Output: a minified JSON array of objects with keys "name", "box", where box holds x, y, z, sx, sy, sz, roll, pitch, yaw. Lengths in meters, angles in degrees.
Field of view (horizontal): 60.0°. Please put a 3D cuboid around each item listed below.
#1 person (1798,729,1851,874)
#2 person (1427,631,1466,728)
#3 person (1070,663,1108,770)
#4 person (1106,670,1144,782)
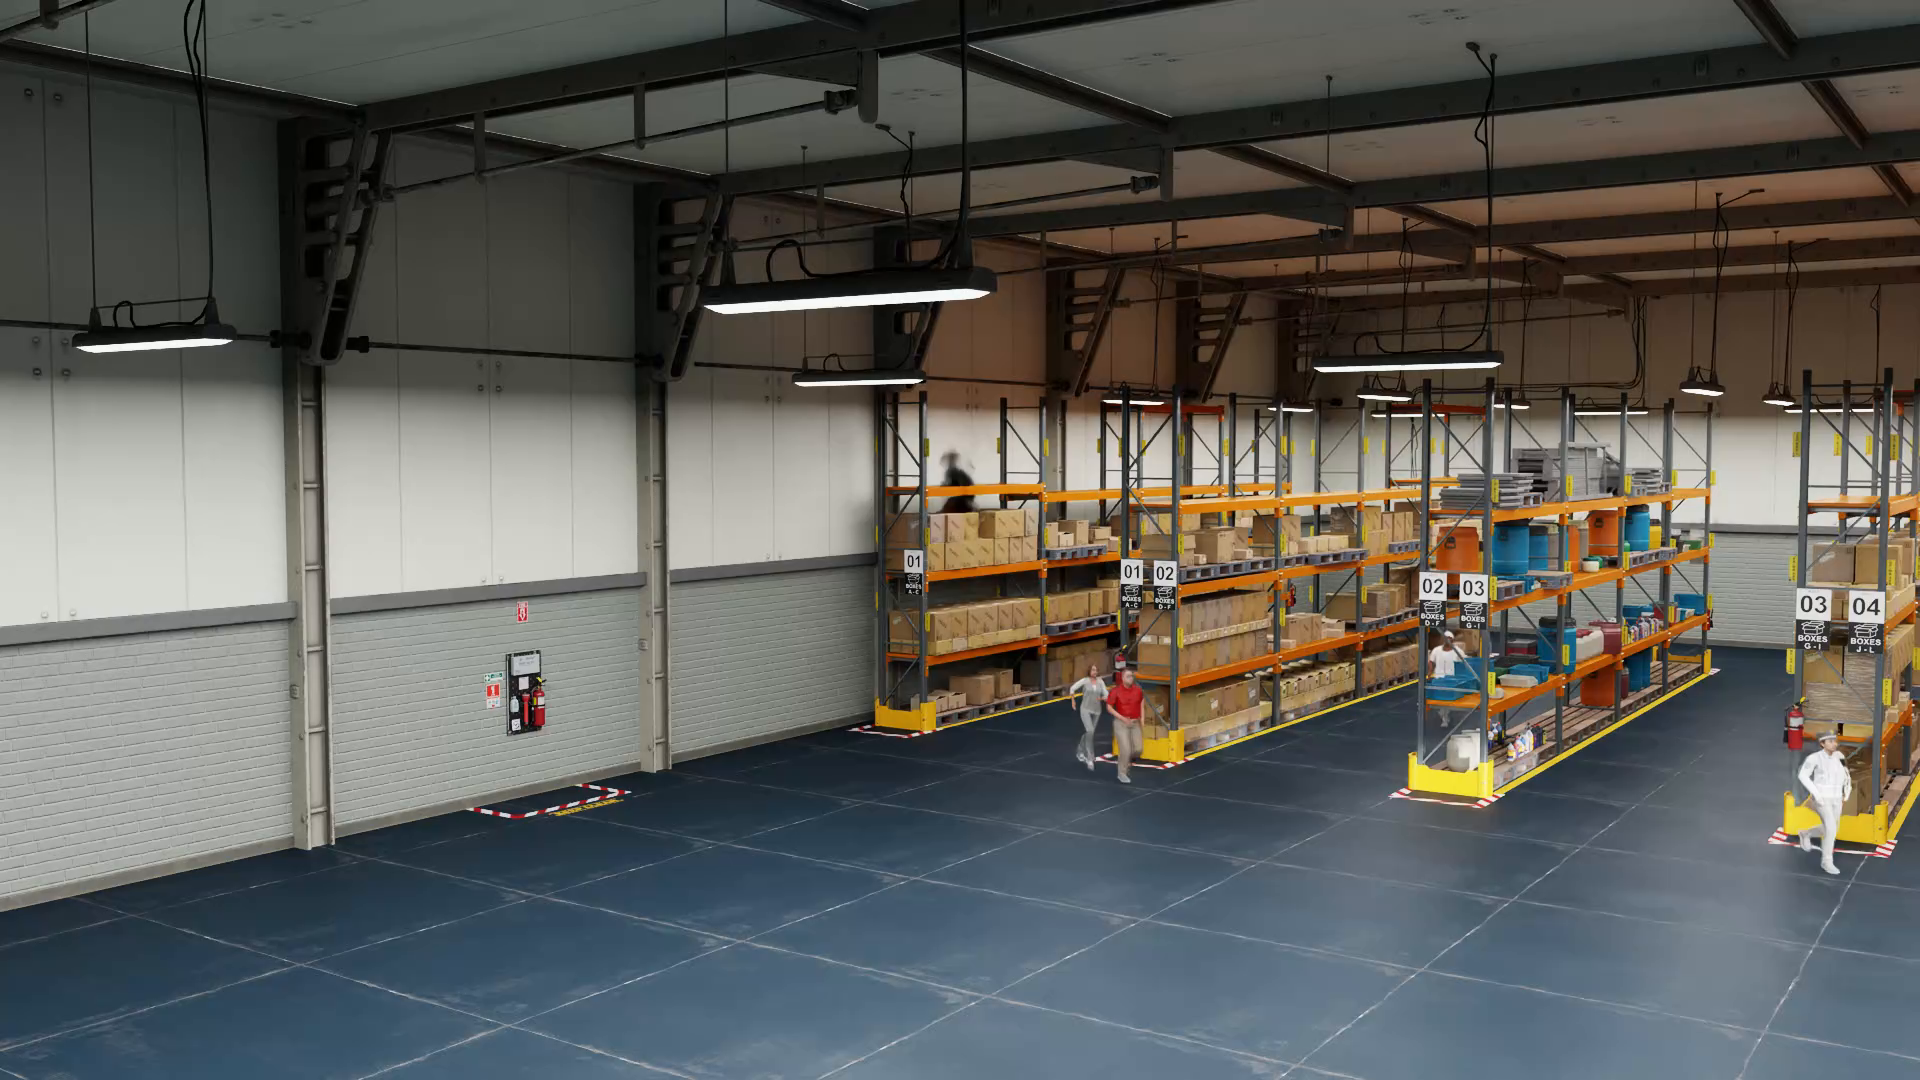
[{"name":"person","box":[10.299,3.070,19.817,0.638,1.691,0.652,-1,3,-12]},{"name":"person","box":[8.727,2.491,29.799,0.701,1.716,0.587,2,4,27]},{"name":"person","box":[2.052,2.758,26.157,0.579,1.637,0.684,-2,4,-26]},{"name":"person","box":[2.513,2.778,24.945,0.695,1.683,0.623,-2,4,-26]}]
